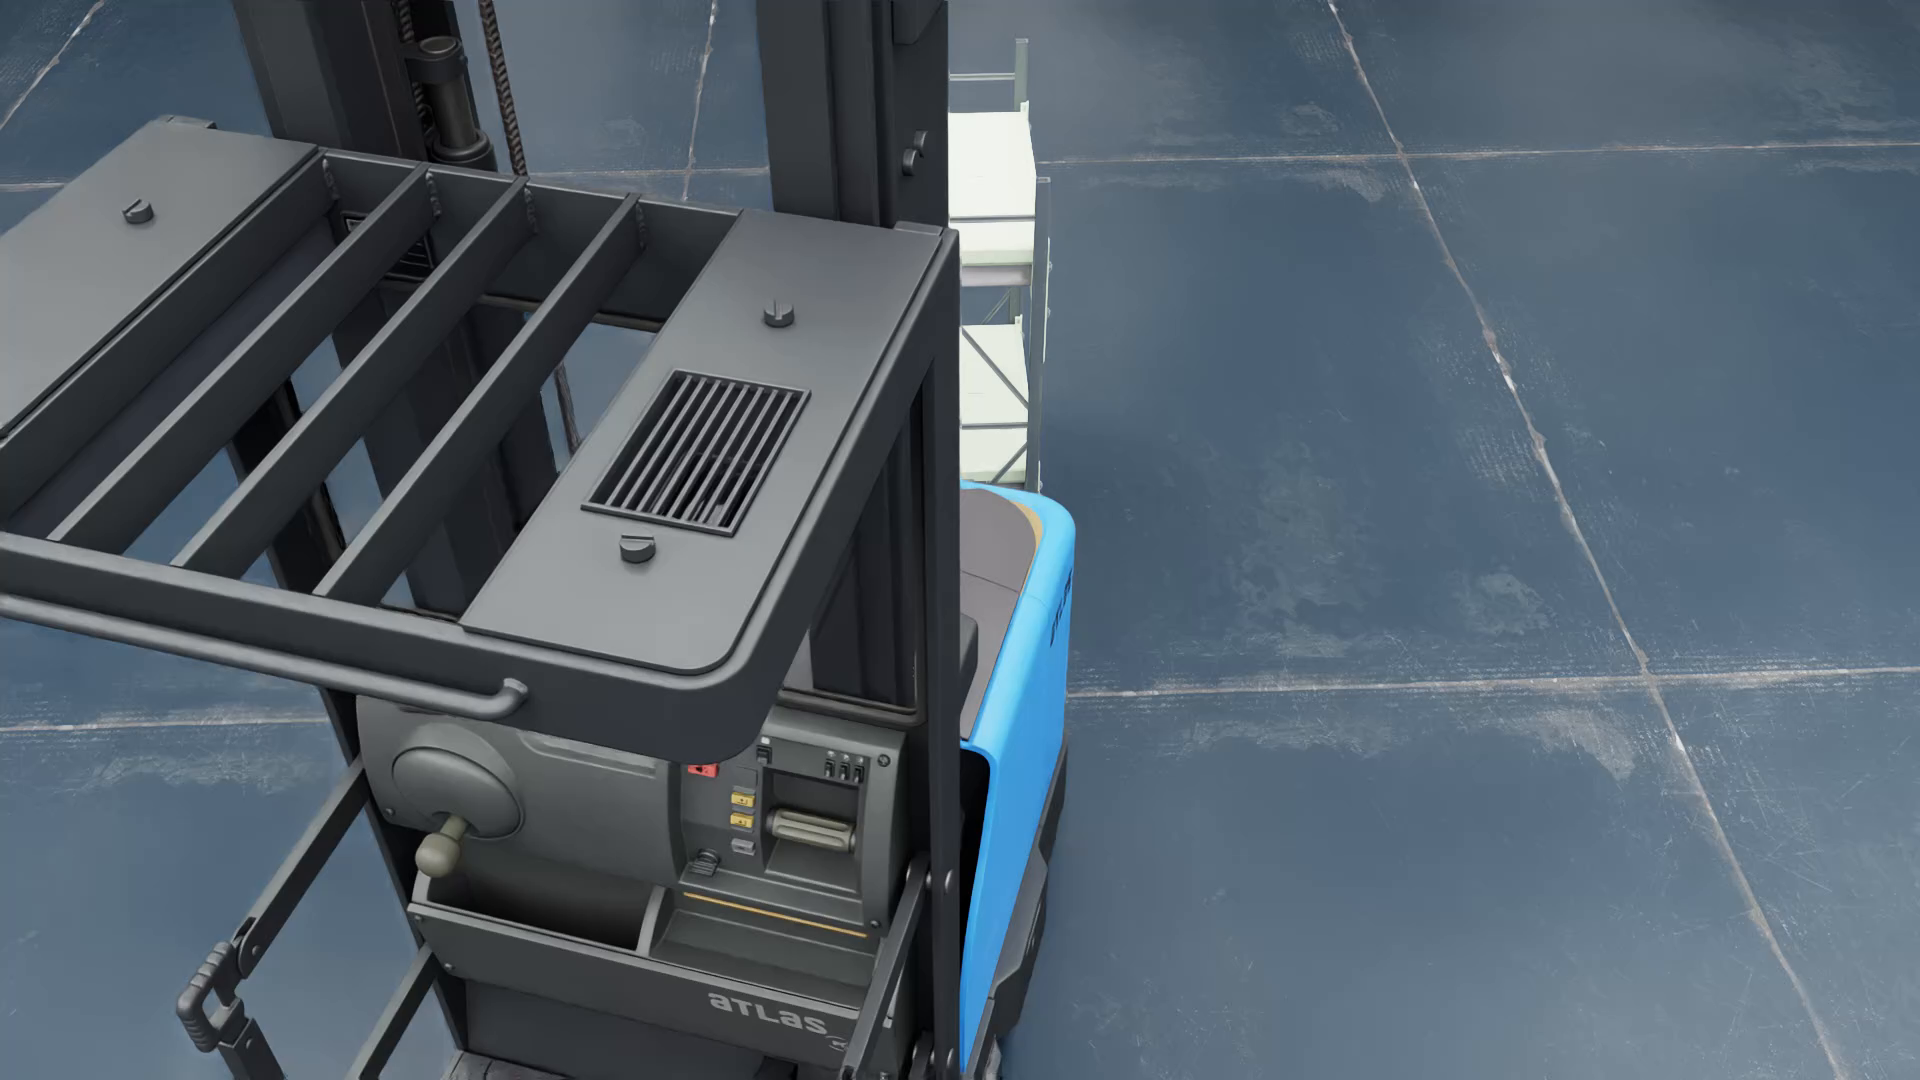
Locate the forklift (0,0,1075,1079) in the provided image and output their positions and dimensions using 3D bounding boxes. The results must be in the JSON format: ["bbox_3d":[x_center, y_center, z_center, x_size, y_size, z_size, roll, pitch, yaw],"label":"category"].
[{"bbox_3d":[-0.602,0.493,2.543,1.130,2.935,3.031,10,44,11],"label":"forklift"}]

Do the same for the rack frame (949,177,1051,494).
[{"bbox_3d":[0.016,-0.301,4.469,0.400,1.500,0.023,-2,43,-2],"label":"rack frame"}]

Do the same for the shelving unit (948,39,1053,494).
[{"bbox_3d":[0.000,-0.548,4.738,0.431,1.500,0.755,-2,43,-2],"label":"shelving unit"}]

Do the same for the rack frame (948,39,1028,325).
[{"bbox_3d":[-0.015,-0.795,5.008,0.400,1.500,0.023,-2,43,-2],"label":"rack frame"}]

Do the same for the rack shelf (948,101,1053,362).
[{"bbox_3d":[0.000,-0.836,4.475,0.431,0.370,0.720,-2,43,-2],"label":"rack shelf"}]

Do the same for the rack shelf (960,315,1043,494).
[{"bbox_3d":[0.000,-0.308,4.959,0.431,0.370,0.720,-2,43,-2],"label":"rack shelf"}]
